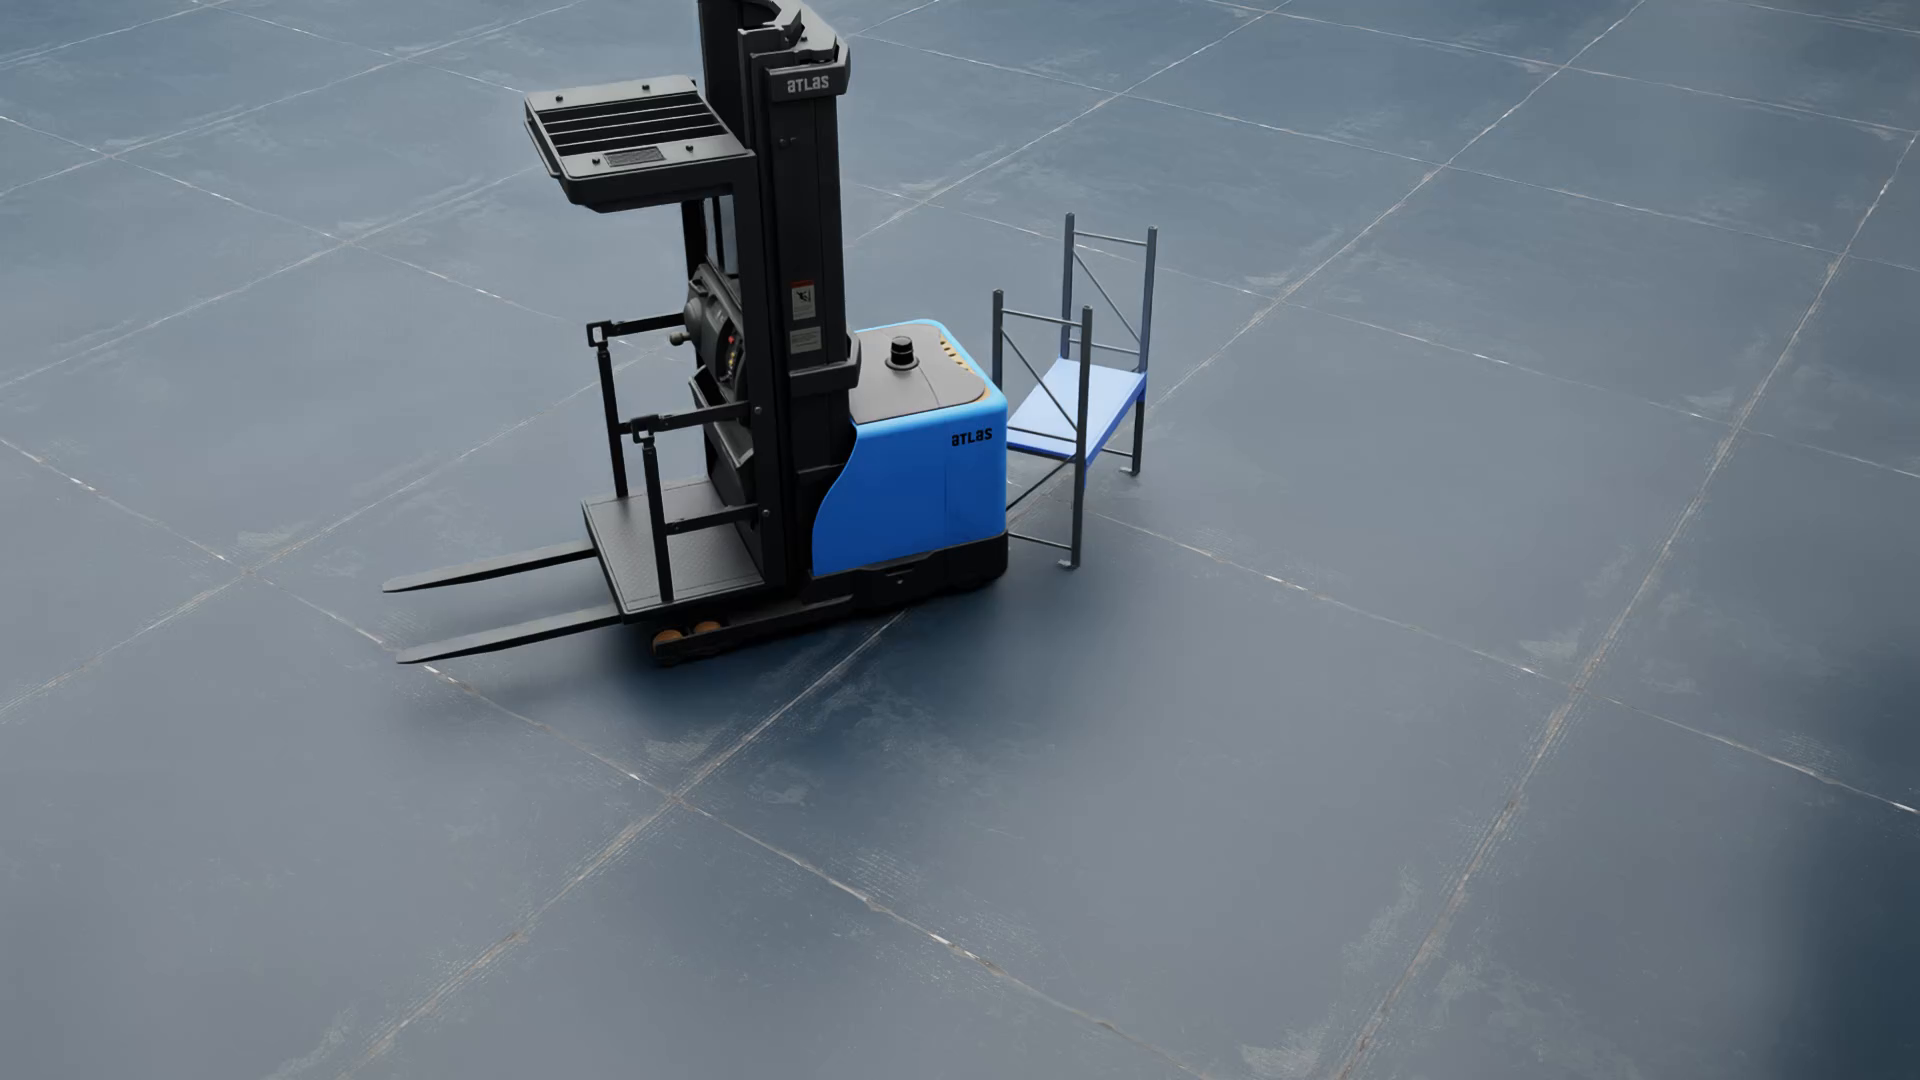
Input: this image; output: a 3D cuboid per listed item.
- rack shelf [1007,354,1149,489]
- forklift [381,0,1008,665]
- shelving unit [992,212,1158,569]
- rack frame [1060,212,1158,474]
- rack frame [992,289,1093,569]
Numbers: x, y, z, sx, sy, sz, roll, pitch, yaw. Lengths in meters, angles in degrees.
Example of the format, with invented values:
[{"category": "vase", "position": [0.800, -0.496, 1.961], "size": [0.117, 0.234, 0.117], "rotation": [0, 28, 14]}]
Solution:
[{"category": "rack shelf", "position": [0.594, -0.647, 8.864], "size": [0.538, 0.185, 1.000], "rotation": [13, 36, 19]}, {"category": "forklift", "position": [-1.324, -0.949, 7.712], "size": [3.031, 2.935, 1.130], "rotation": [-13, 36, -18]}, {"category": "shelving unit", "position": [0.594, -0.796, 8.764], "size": [0.538, 1.500, 1.048], "rotation": [13, 36, 19]}, {"category": "rack frame", "position": [0.793, -1.058, 9.151], "size": [0.500, 1.500, 0.032], "rotation": [13, 36, 19]}, {"category": "rack frame", "position": [0.395, -0.534, 8.376], "size": [0.500, 1.500, 0.032], "rotation": [13, 36, 19]}]
